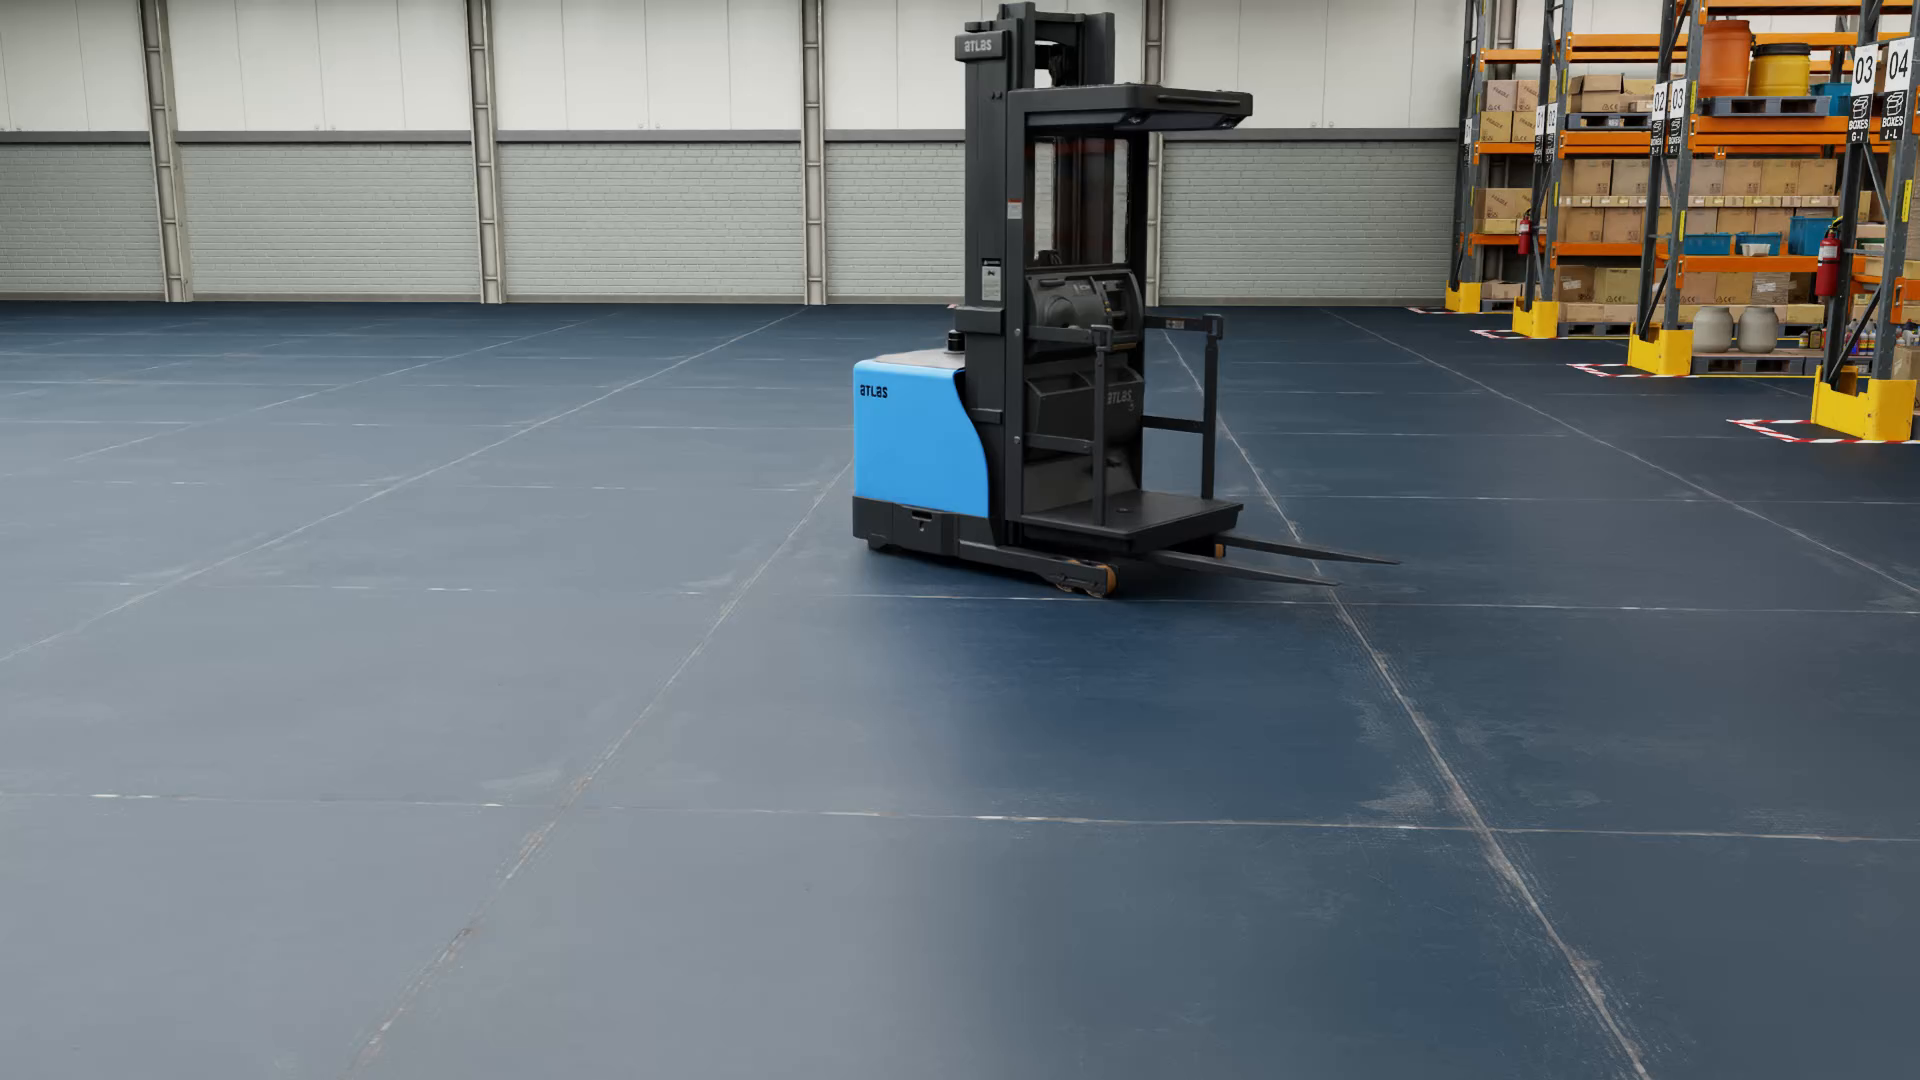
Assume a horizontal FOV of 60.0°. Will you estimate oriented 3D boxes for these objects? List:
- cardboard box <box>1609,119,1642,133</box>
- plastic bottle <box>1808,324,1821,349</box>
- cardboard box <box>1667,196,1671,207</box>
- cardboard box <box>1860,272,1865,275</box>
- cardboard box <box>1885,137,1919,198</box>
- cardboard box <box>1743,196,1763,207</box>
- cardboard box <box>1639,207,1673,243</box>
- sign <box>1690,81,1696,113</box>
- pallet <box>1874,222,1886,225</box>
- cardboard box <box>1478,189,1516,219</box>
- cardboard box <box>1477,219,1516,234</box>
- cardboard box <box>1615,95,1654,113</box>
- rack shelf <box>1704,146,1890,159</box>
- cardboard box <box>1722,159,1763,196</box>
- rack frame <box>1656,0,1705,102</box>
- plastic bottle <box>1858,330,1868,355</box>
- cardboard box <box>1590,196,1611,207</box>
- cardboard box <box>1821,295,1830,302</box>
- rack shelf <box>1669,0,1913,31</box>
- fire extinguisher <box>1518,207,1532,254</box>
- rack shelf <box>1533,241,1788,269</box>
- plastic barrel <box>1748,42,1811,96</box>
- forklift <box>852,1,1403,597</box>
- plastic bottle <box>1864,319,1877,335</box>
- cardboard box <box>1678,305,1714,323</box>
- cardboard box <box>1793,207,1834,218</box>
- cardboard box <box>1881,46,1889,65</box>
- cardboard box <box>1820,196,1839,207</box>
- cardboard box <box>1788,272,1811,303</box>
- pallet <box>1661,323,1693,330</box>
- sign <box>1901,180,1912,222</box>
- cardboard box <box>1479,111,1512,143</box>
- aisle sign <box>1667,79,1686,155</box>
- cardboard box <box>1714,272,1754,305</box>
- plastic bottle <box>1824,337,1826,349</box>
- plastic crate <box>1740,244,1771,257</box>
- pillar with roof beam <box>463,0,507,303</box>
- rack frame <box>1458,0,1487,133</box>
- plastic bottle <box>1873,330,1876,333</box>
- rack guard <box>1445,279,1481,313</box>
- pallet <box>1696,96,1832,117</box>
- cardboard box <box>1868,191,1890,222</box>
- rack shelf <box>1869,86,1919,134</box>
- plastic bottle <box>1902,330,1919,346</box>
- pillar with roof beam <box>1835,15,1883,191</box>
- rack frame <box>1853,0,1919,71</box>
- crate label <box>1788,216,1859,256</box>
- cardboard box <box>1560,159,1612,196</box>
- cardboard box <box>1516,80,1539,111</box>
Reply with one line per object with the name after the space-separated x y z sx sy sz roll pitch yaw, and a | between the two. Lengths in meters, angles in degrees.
11.011 -6.874 27.685 0.500 0.500 0.500 0 12 2 | cardboard box
9.917 -2.365 19.306 0.133 0.283 0.061 1 12 5 | plastic bottle
9.934 -4.724 23.197 0.250 0.149 0.380 1 12 3 | cardboard box
15.353 -4.349 28.261 0.500 0.500 0.700 1 12 4 | cardboard box
8.172 -3.127 13.980 0.500 0.500 0.500 1 12 4 | cardboard box
10.962 -4.710 23.131 0.250 0.149 0.380 1 12 3 | cardboard box
9.756 -4.450 23.471 0.500 0.500 0.700 1 12 4 | cardboard box
7.896 -4.773 17.910 0.005 0.325 0.100 1 12 4 | sign
15.863 -5.221 27.869 1.003 0.211 1.213 1 12 4 | pallet
9.056 -5.672 28.042 0.500 0.500 0.500 1 12 4 | cardboard box
9.065 -5.301 28.101 0.500 0.250 0.500 0 12 2 | cardboard box
9.439 -6.131 23.425 0.500 0.250 0.500 1 12 4 | cardboard box
14.586 -6.470 27.804 4.000 0.370 1.077 1 12 4 | rack shelf
10.816 -5.072 23.275 0.500 0.500 0.700 1 12 4 | cardboard box
7.937 -6.349 18.140 0.127 3.000 1.000 1 12 4 | rack frame
10.067 -2.199 18.544 0.097 0.271 0.097 0 12 0 | plastic bottle
8.913 -4.738 23.265 0.250 0.149 0.380 0 12 2 | cardboard box
12.686 -3.557 23.765 0.500 0.311 0.500 1 12 4 | cardboard box
9.933 -5.773 18.124 4.000 0.370 1.077 1 12 4 | rack shelf
8.185 -4.483 24.061 0.183 0.674 0.296 1 12 4 | fire extinguisher
10.268 -4.045 23.535 4.000 0.370 1.077 1 12 4 | rack shelf
9.083 -5.189 18.435 0.600 0.588 0.600 0 12 0 | plastic barrel
0.824 -1.266 8.661 3.031 2.935 1.130 10 16 40 | forklift
10.538 -2.381 19.217 0.185 0.351 0.144 1 12 3 | plastic bottle
10.289 -3.210 23.479 0.500 0.250 0.500 1 12 4 | cardboard box
11.820 -4.423 23.343 0.500 0.500 0.700 0 12 2 | cardboard box
7.904 -4.050 13.872 0.250 0.149 0.380 1 12 4 | cardboard box
11.977 -4.696 23.062 0.250 0.149 0.380 1 12 4 | cardboard box
11.821 -3.666 23.828 0.500 0.500 0.500 1 12 4 | cardboard box
10.252 -3.040 23.786 1.213 0.211 1.003 1 12 4 | pallet
7.570 -2.713 13.299 0.005 0.325 0.100 1 12 4 | sign
8.916 -6.908 27.845 0.500 0.500 0.500 1 12 5 | cardboard box
7.846 -4.626 18.207 0.004 0.787 0.394 1 12 4 | aisle sign
10.788 -3.573 23.382 0.500 0.500 0.500 1 12 4 | cardboard box
10.042 -2.332 19.149 0.133 0.283 0.061 1 12 4 | plastic bottle
8.809 -3.205 18.409 0.250 0.136 0.298 1 12 4 | plastic crate
-8.892 -7.907 25.588 0.400 9.000 9.100 1 12 4 | pillar with roof beam
8.599 -8.373 27.816 0.127 3.000 1.000 1 12 4 | rack frame
10.553 -2.313 19.079 0.135 0.276 0.152 1 12 4 | plastic bottle
8.675 -4.212 28.681 0.348 0.500 1.175 1 12 4 | rack guard
8.756 -4.757 18.317 1.213 0.211 1.003 1 12 4 | pallet
15.552 -5.598 27.883 0.500 0.500 0.700 0 12 -2 | cardboard box
9.602 -3.489 13.553 4.000 0.370 1.077 1 12 4 | rack shelf
10.591 -2.200 18.536 0.135 0.276 0.152 1 12 5 | plastic bottle
15.054 -7.578 24.018 0.400 9.000 9.100 1 12 4 | pillar with roof beam
7.606 -5.337 13.303 0.127 3.000 1.000 1 12 4 | rack frame
9.792 -3.460 18.895 0.616 0.435 0.502 1 12 4 | crate label
8.790 -5.098 23.402 0.500 0.500 0.700 1 12 4 | cardboard box
9.465 -7.380 27.664 0.500 0.500 0.500 1 12 3 | cardboard box
